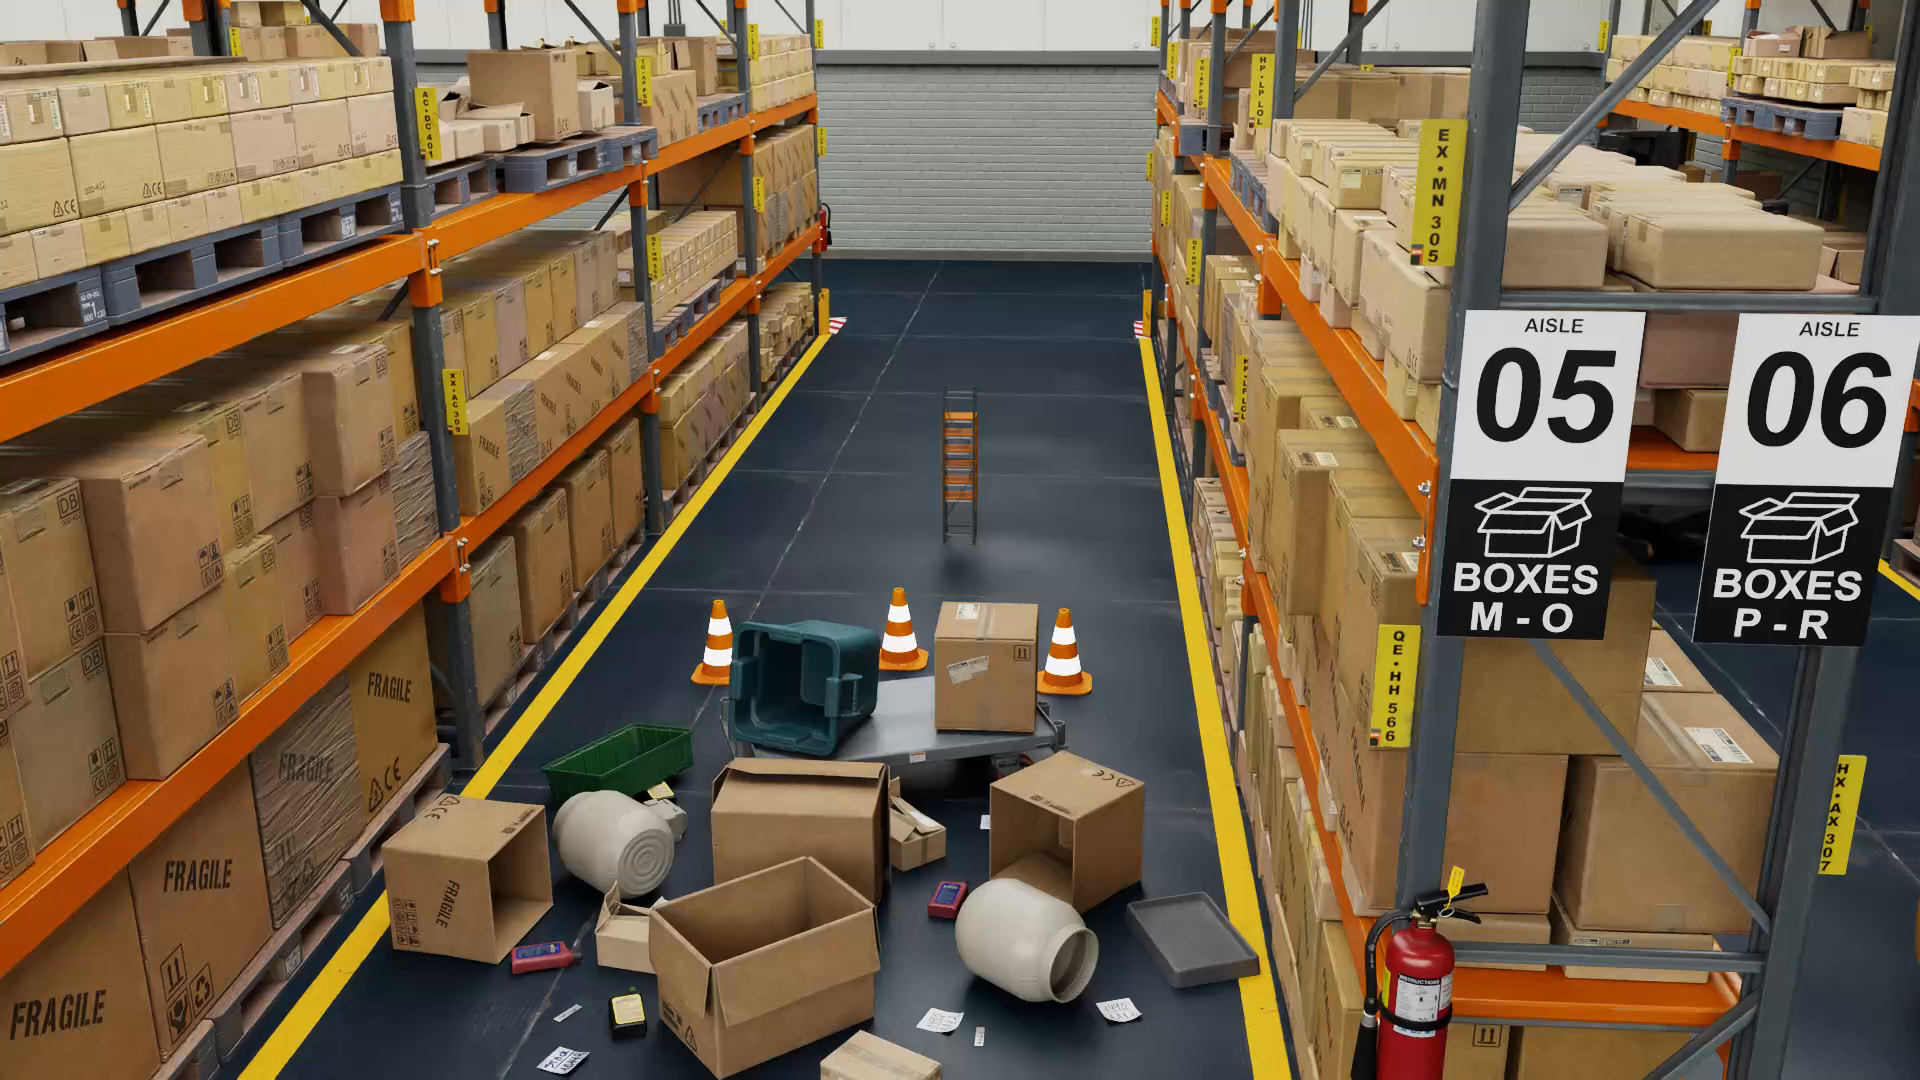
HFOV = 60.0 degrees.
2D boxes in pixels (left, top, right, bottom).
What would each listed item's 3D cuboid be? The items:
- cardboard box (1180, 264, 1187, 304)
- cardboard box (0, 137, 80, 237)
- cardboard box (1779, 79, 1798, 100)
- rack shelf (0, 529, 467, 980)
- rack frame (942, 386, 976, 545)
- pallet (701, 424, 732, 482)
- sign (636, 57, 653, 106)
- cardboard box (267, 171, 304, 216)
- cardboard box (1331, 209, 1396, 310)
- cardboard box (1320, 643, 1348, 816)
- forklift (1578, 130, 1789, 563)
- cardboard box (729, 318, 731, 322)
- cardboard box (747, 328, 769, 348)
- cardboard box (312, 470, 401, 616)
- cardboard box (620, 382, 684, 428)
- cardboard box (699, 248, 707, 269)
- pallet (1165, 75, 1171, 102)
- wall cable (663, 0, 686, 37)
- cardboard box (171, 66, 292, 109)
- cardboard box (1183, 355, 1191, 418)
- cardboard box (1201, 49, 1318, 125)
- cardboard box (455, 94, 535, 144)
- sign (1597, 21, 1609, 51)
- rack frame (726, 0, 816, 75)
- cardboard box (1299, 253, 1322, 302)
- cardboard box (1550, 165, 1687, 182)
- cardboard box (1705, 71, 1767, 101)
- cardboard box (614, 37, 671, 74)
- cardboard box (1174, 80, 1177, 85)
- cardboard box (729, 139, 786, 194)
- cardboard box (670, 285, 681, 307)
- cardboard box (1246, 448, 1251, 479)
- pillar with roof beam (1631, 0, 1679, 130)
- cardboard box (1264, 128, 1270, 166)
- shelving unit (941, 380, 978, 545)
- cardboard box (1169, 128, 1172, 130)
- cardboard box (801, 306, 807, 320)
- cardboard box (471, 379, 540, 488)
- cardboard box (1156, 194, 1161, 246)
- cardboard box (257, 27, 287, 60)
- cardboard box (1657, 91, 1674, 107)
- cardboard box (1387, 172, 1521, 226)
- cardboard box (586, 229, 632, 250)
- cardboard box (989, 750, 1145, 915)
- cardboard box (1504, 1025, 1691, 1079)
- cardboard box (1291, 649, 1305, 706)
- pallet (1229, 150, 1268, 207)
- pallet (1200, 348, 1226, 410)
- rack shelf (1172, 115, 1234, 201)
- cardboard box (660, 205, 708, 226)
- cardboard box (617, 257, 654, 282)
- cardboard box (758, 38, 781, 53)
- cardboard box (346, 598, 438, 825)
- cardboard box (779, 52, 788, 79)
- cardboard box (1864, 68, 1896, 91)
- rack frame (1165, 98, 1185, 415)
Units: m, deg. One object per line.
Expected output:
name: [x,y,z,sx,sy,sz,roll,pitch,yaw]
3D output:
cardboard box: [2.035,-2.043,13.278,0.500,0.250,0.500,1,18,2]
cardboard box: [-2.988,-1.040,4.892,0.500,0.250,0.500,1,18,3]
cardboard box: [6.953,-3.686,13.606,0.380,0.149,0.250,1,18,3]
rack shelf: [-3.170,0.725,6.549,1.077,0.370,4.000,1,18,4]
rack frame: [-0.008,-0.537,12.136,0.240,1.200,0.006,1,18,4]
pallet: [-2.593,-0.776,14.452,1.003,0.211,1.213,1,18,4]
sign: [-2.187,-3.174,11.519,0.100,0.325,0.005,1,18,4]
cardboard box: [-2.807,-1.356,6.494,0.380,0.149,0.250,2,18,5]
cardboard box: [1.468,-0.895,5.282,0.500,0.250,0.500,2,18,5]
cardboard box: [1.435,0.564,5.246,0.500,0.500,0.500,1,18,4]
forklift: [5.111,-1.400,11.990,1.130,2.935,3.031,-13,22,-35]
cardboard box: [-2.667,-2.373,17.798,0.380,0.149,0.250,1,18,2]
cardboard box: [-2.143,-2.037,16.771,0.380,0.149,0.250,2,18,7]
cardboard box: [-3.058,-0.023,7.436,0.875,0.550,0.550,1,18,4]
cardboard box: [-2.449,-1.057,12.968,0.500,0.250,0.500,0,18,1]
cardboard box: [-2.376,-2.407,14.203,0.380,0.149,0.250,1,18,4]
pallet: [2.650,-4.659,17.149,1.003,0.211,1.213,1,18,4]
wall cable: [-3.263,-10.166,23.830,2.277,5.999,0.120,1,18,4]
cardboard box: [-2.807,-1.735,6.371,0.380,0.149,0.250,1,18,4]
cardboard box: [2.526,-1.639,15.346,0.875,0.875,0.875,2,18,6]
cardboard box: [2.081,-3.196,11.702,0.797,0.503,0.637,0,18,1]
cardboard box: [-2.681,-2.423,9.565,0.396,0.266,0.258,1,18,4]
sign: [7.188,-5.629,18.565,0.100,0.325,0.005,1,18,4]
rack frame: [-2.167,-6.816,18.773,1.000,3.000,0.127,1,18,4]
cardboard box: [1.471,-0.975,6.169,0.380,0.149,0.250,1,18,3]
cardboard box: [2.056,-1.097,5.260,0.380,0.149,0.250,2,18,5]
cardboard box: [7.227,-4.185,15.324,0.500,0.250,0.500,1,18,4]
cardboard box: [-2.420,-3.677,12.620,0.396,0.266,0.258,1,18,4]
cardboard box: [2.218,-4.458,15.774,0.396,0.266,0.258,2,18,6]
cardboard box: [-2.089,-3.839,17.077,0.500,0.500,0.500,2,18,5]
cardboard box: [-2.451,-1.946,13.274,0.380,0.149,0.250,2,18,6]
cardboard box: [1.679,-0.405,8.572,0.380,0.149,0.250,2,18,5]
pillar with roof beam: [4.527,-7.541,20.984,9.100,9.000,0.400,1,18,4]
cardboard box: [1.856,-2.055,8.625,0.500,0.250,0.500,2,18,5]
shelving unit: [-0.001,-0.566,12.222,0.258,1.200,0.189,1,18,4]
cardboard box: [2.529,-4.530,18.622,0.380,0.149,0.250,2,18,5]
cardboard box: [-1.955,-2.620,19.027,0.380,0.149,0.250,1,18,2]
cardboard box: [-2.685,-0.600,9.276,0.500,0.500,0.500,1,18,4]
cardboard box: [2.394,-3.476,18.052,0.500,0.500,0.500,1,18,4]
cardboard box: [-7.354,-4.996,17.041,0.700,0.500,0.500,2,18,7]
cardboard box: [7.254,-4.437,16.734,0.380,0.149,0.250,2,18,5]
cardboard box: [1.512,-1.026,5.042,0.380,0.149,0.250,1,18,4]
cardboard box: [-3.032,-2.572,14.229,0.380,0.149,0.250,2,18,6]
cardboard box: [0.484,1.330,7.557,0.500,0.500,0.500,17,25,41]
cardboard box: [1.966,1.582,5.314,0.500,0.500,0.500,1,18,2]
cardboard box: [1.484,0.527,6.401,0.380,0.149,0.250,1,18,4]
pallet: [2.139,-2.007,9.215,1.213,0.211,1.003,1,18,4]
pallet: [2.260,-1.087,11.230,1.213,0.211,1.003,1,18,4]
rack shelf: [2.348,-3.106,13.423,1.077,0.370,4.000,1,18,4]
cardboard box: [-2.701,-3.068,16.331,0.500,0.500,0.500,1,18,4]
cardboard box: [-2.497,-2.066,12.685,0.380,0.149,0.250,1,18,2]
cardboard box: [-2.043,-5.078,17.083,0.380,0.149,0.250,1,18,2]
cardboard box: [-3.142,0.766,8.007,0.875,0.875,0.875,2,18,5]
cardboard box: [-2.069,-4.934,17.284,0.500,0.250,0.500,0,18,2]
cardboard box: [6.962,-3.415,12.333,0.380,0.149,0.250,1,18,3]
rack frame: [2.491,-2.644,15.674,1.000,3.000,0.127,1,18,4]
